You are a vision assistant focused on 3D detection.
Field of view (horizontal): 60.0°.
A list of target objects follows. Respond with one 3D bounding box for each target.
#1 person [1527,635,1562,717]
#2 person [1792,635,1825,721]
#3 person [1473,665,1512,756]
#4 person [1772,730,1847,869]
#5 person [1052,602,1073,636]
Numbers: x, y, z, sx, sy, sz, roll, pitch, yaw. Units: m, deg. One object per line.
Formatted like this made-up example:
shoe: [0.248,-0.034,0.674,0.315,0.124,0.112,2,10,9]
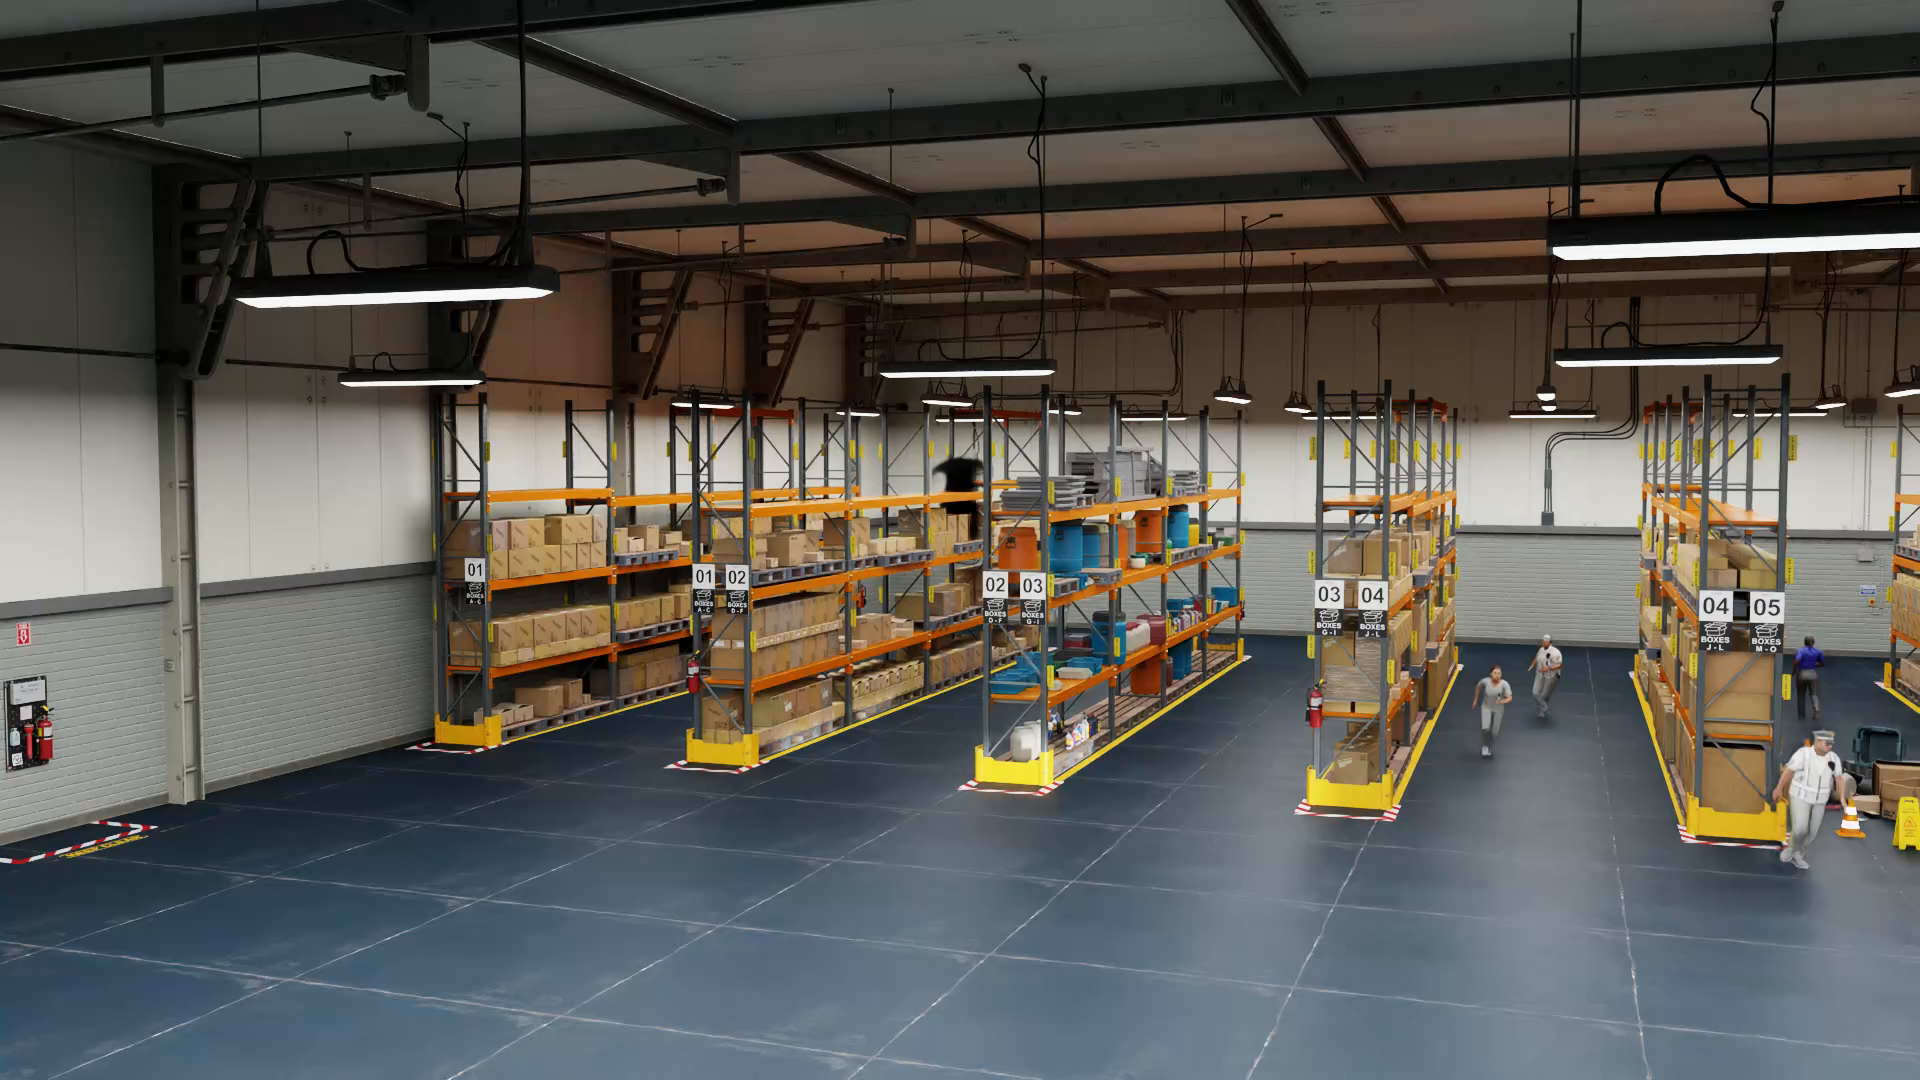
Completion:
person: [11.088,2.568,31.453,0.700,1.593,0.603,3,4,45]
person: [15.616,2.554,30.613,0.575,1.610,0.866,1,3,15]
person: [8.659,2.777,27.044,0.564,1.539,0.914,1,3,10]
person: [10.173,3.100,19.853,0.667,1.707,0.640,0,3,-1]
person: [2.652,1.923,43.673,0.611,1.623,0.966,0,3,1]
